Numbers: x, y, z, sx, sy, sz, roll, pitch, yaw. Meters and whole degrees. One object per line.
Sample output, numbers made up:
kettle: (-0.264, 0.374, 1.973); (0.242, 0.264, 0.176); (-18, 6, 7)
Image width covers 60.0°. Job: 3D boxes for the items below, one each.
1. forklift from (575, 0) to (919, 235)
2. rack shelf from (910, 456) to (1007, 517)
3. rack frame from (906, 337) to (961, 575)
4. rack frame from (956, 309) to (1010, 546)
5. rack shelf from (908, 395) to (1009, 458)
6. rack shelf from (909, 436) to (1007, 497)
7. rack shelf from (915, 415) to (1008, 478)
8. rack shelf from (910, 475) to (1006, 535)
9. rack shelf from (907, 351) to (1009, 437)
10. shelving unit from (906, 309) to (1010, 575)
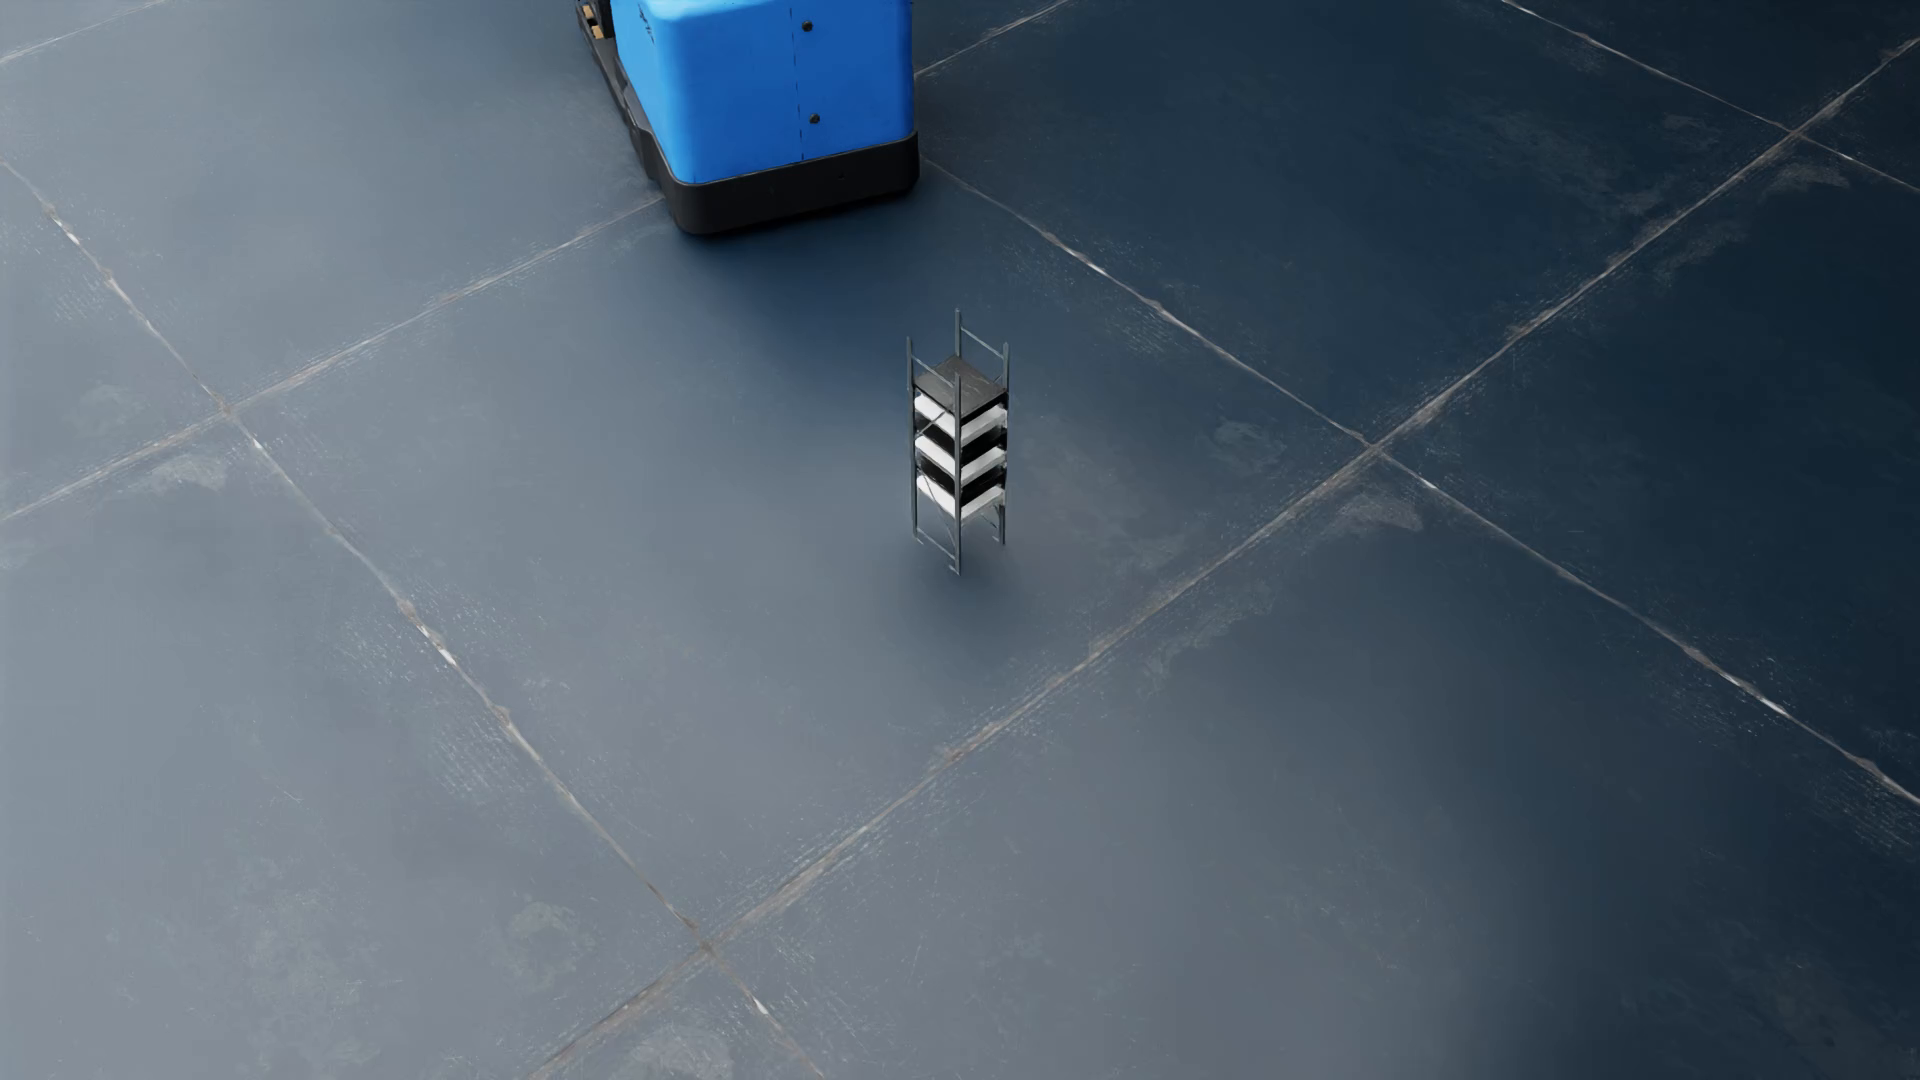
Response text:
forklift: (-1.181, -3.348, 6.845); (1.130, 2.935, 3.031); (-16, 49, -14)
rack shelf: (-0.006, -0.218, 5.506); (0.200, 0.077, 0.258); (-34, 56, -27)
rack frame: (-0.081, -0.251, 5.369); (0.006, 0.900, 0.240); (-34, 56, -27)
rack frame: (0.069, -0.351, 5.462); (0.006, 0.900, 0.240); (-34, 56, -27)
rack shelf: (-0.006, -0.401, 5.308); (0.200, 0.077, 0.258); (-34, 56, -27)
rack shelf: (-0.006, -0.279, 5.440); (0.200, 0.077, 0.258); (-34, 56, -27)
rack shelf: (-0.006, -0.340, 5.374); (0.200, 0.077, 0.258); (-34, 56, -27)
rack shelf: (-0.006, -0.156, 5.572); (0.200, 0.077, 0.258); (-34, 56, -27)
rack shelf: (-0.006, -0.462, 5.242); (0.200, 0.077, 0.258); (-34, 56, -27)
shelving unit: (-0.006, -0.301, 5.416); (0.210, 0.900, 0.258); (-34, 56, -27)
